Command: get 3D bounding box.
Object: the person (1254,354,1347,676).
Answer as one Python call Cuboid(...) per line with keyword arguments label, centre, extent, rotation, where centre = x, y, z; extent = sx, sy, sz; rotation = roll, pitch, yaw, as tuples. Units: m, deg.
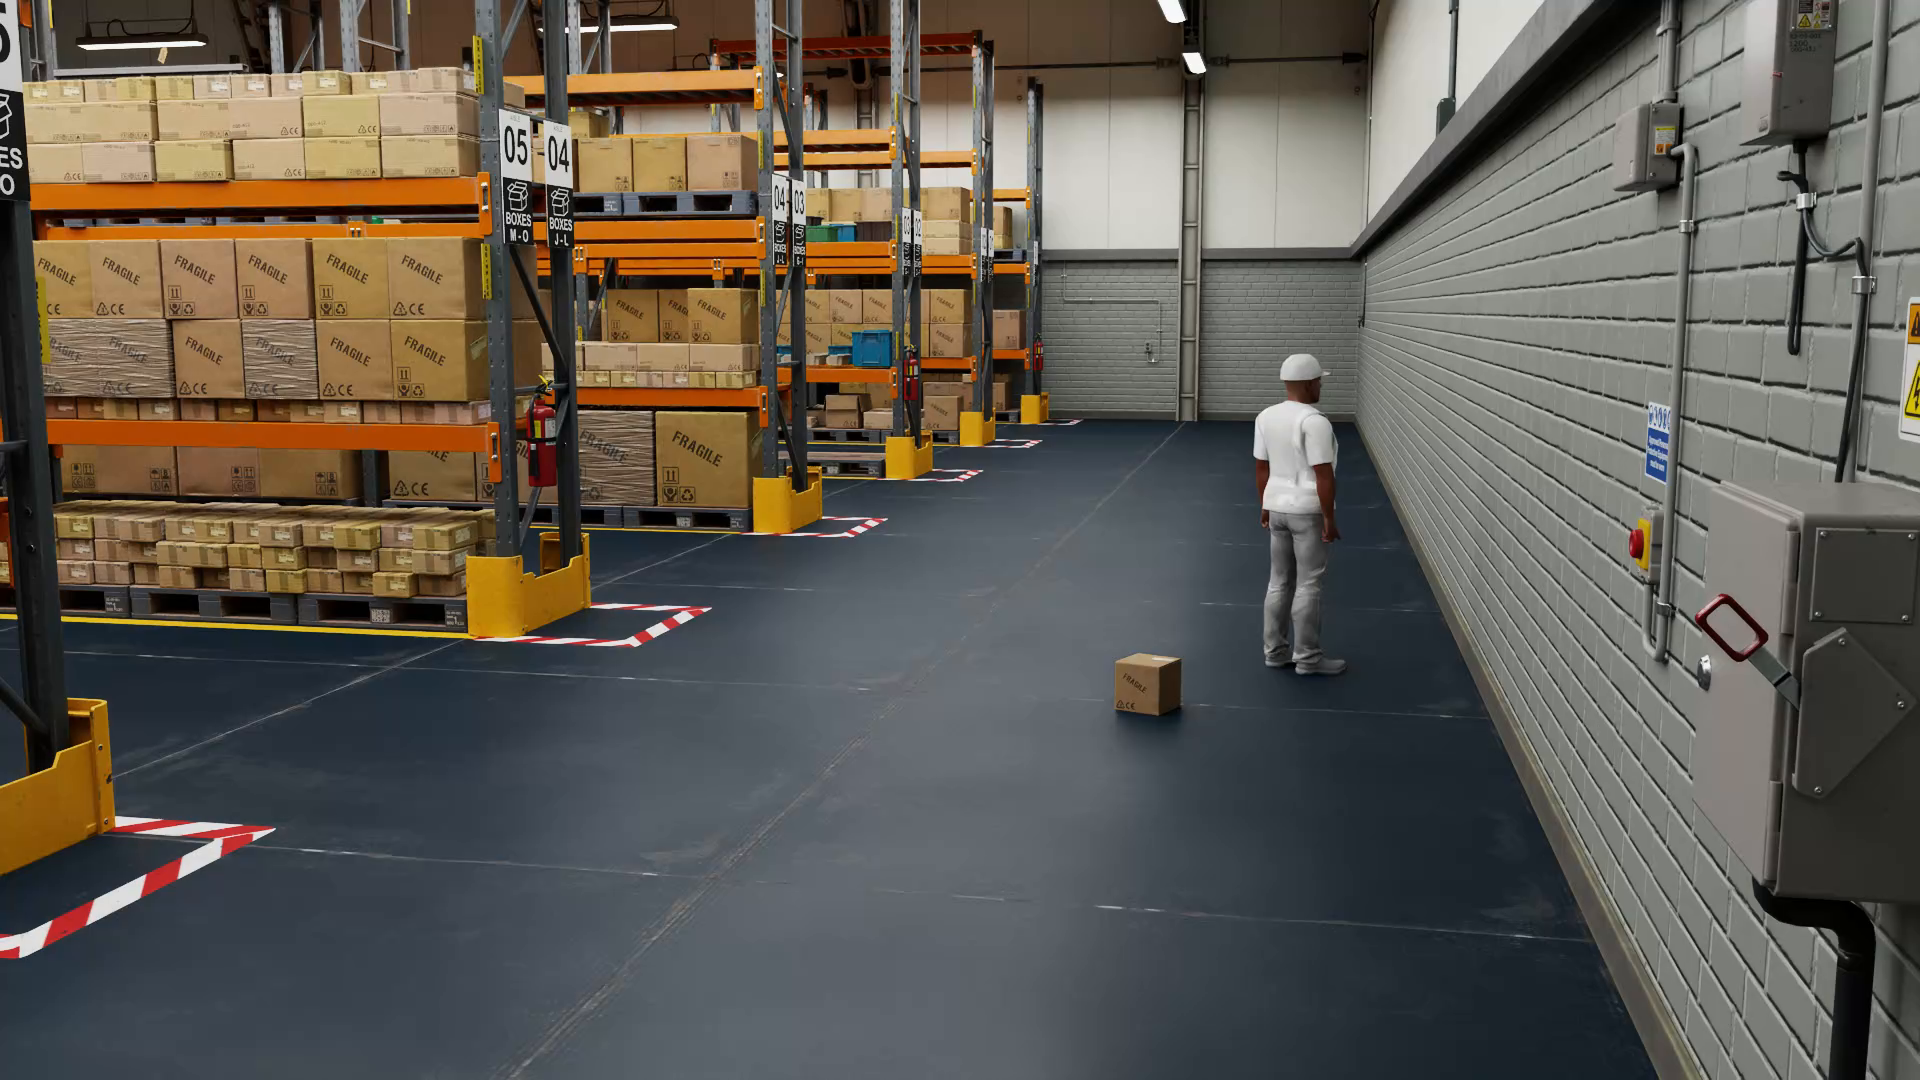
Cuboid(label="person", centre=(1.906, -0.152, 9.298), extent=(0.363, 1.771, 0.566), rotation=(-5, 9, -32))
